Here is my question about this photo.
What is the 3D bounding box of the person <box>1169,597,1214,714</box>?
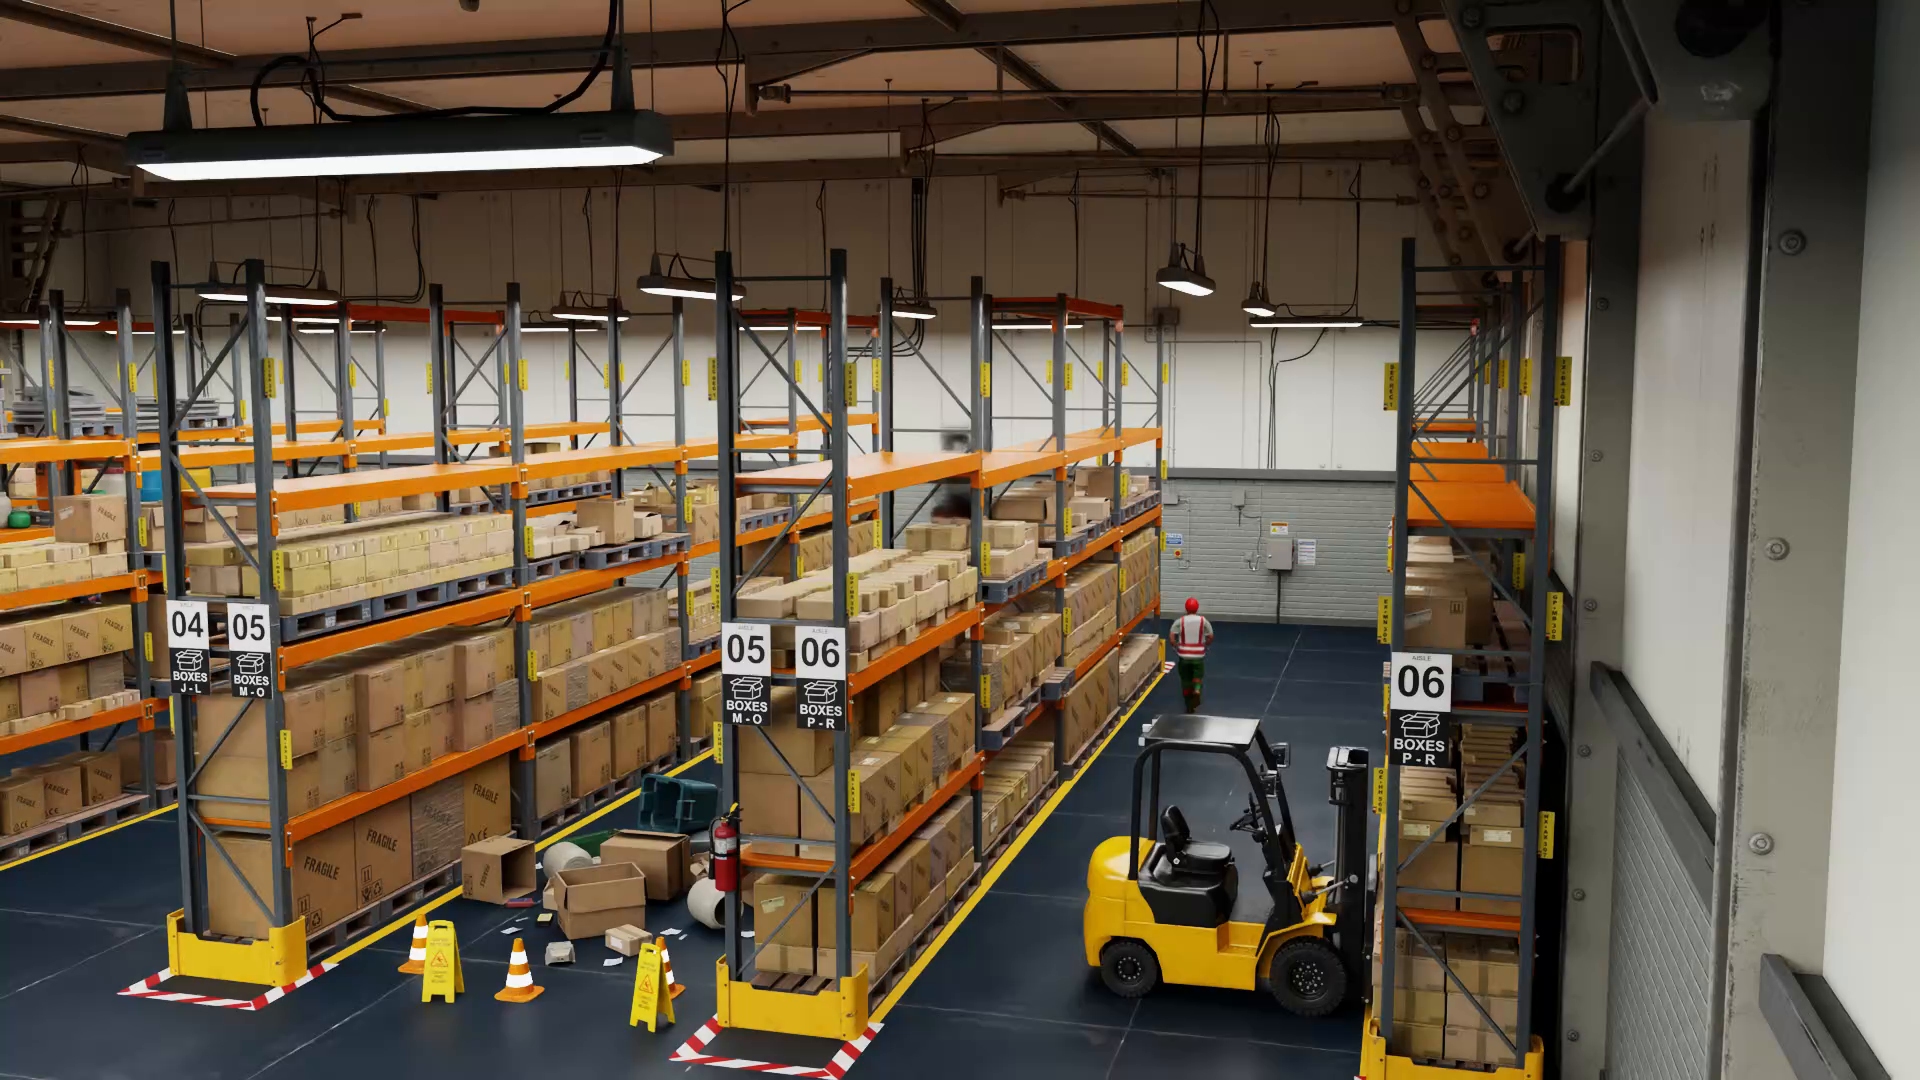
[{"bbox_3d":[3.394,1.714,24.473,0.655,1.750,0.718,1,6,5],"label":"person"}]
